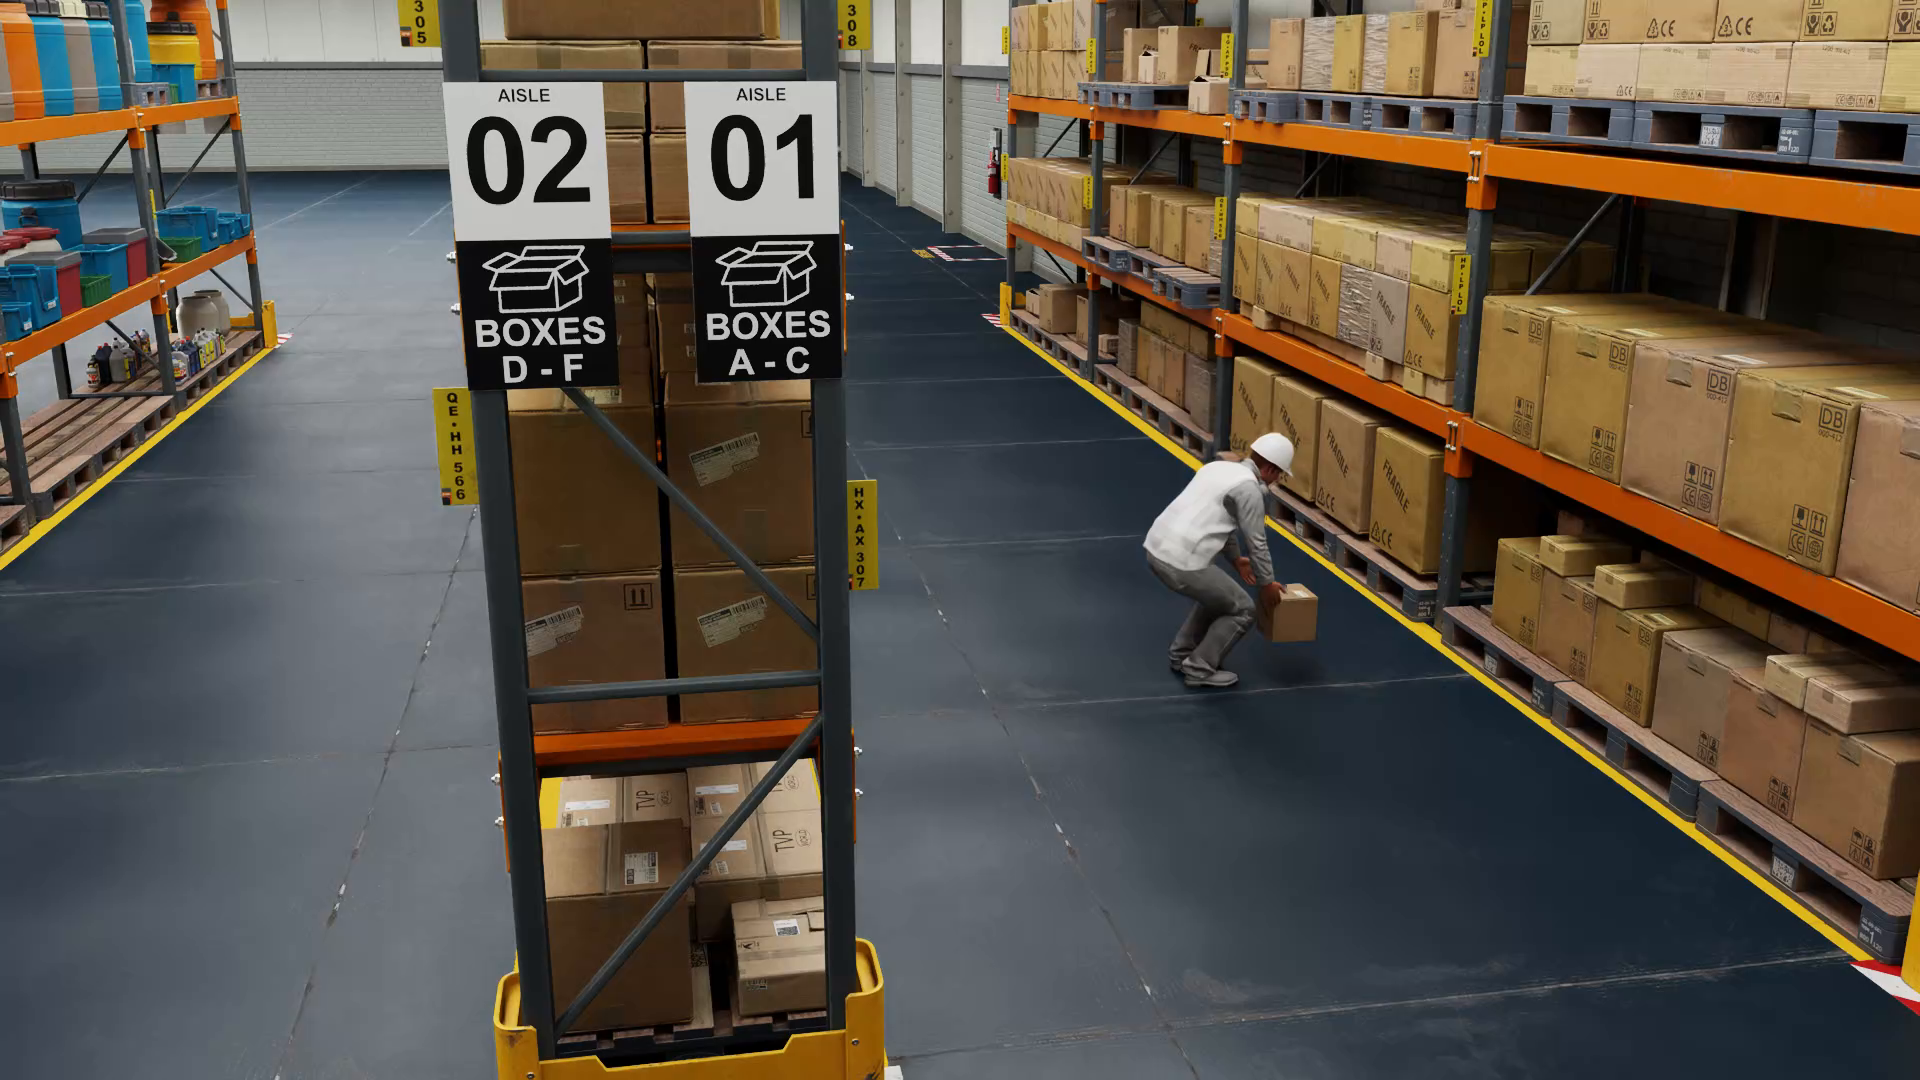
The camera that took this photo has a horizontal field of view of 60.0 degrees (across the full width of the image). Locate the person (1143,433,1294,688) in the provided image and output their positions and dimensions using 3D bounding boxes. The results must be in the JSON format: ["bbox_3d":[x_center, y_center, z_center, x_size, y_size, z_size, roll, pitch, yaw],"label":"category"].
[{"bbox_3d":[1.393,0.089,8.976,0.810,1.333,0.588,-3,17,-10],"label":"person"}]
